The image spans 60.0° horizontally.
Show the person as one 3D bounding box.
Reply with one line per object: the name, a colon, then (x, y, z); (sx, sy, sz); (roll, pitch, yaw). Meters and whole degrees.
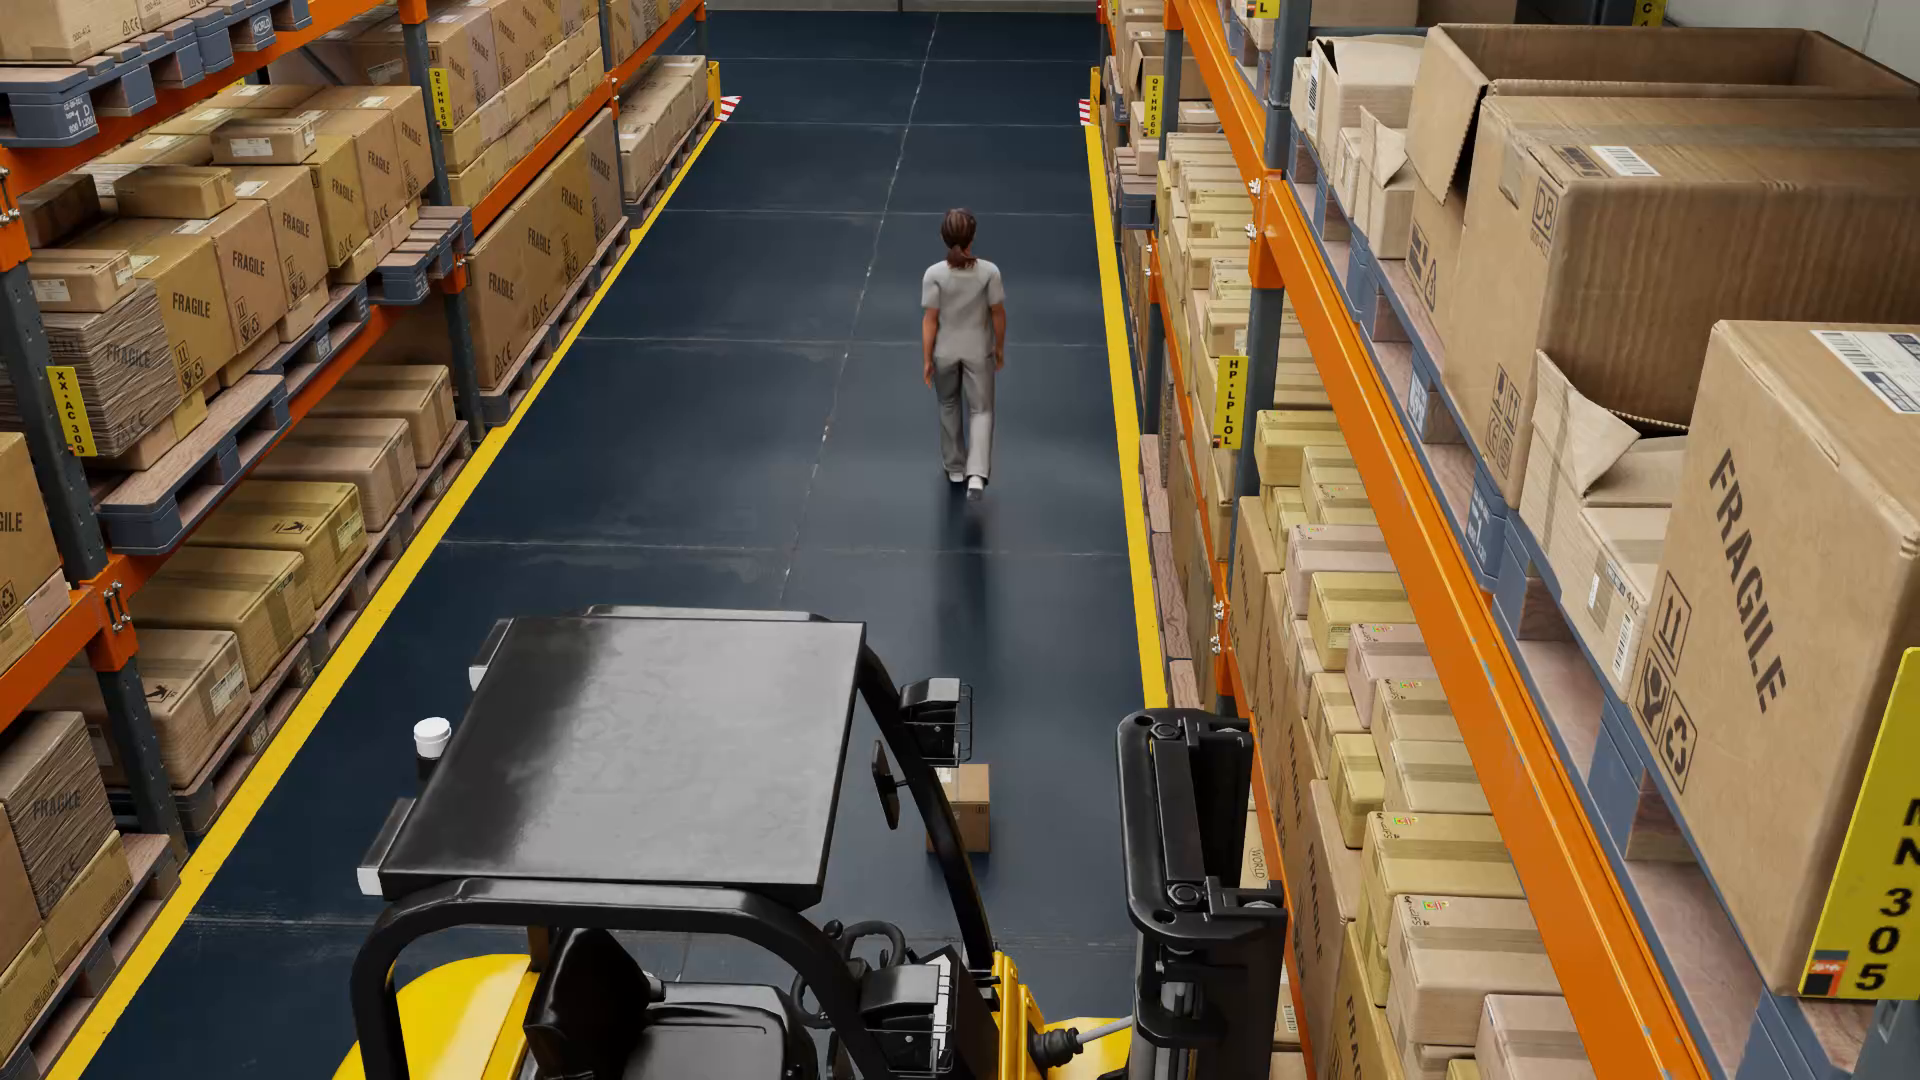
person: (0.022, -0.987, 8.958); (0.451, 1.640, 0.869); (-1, 28, -1)
